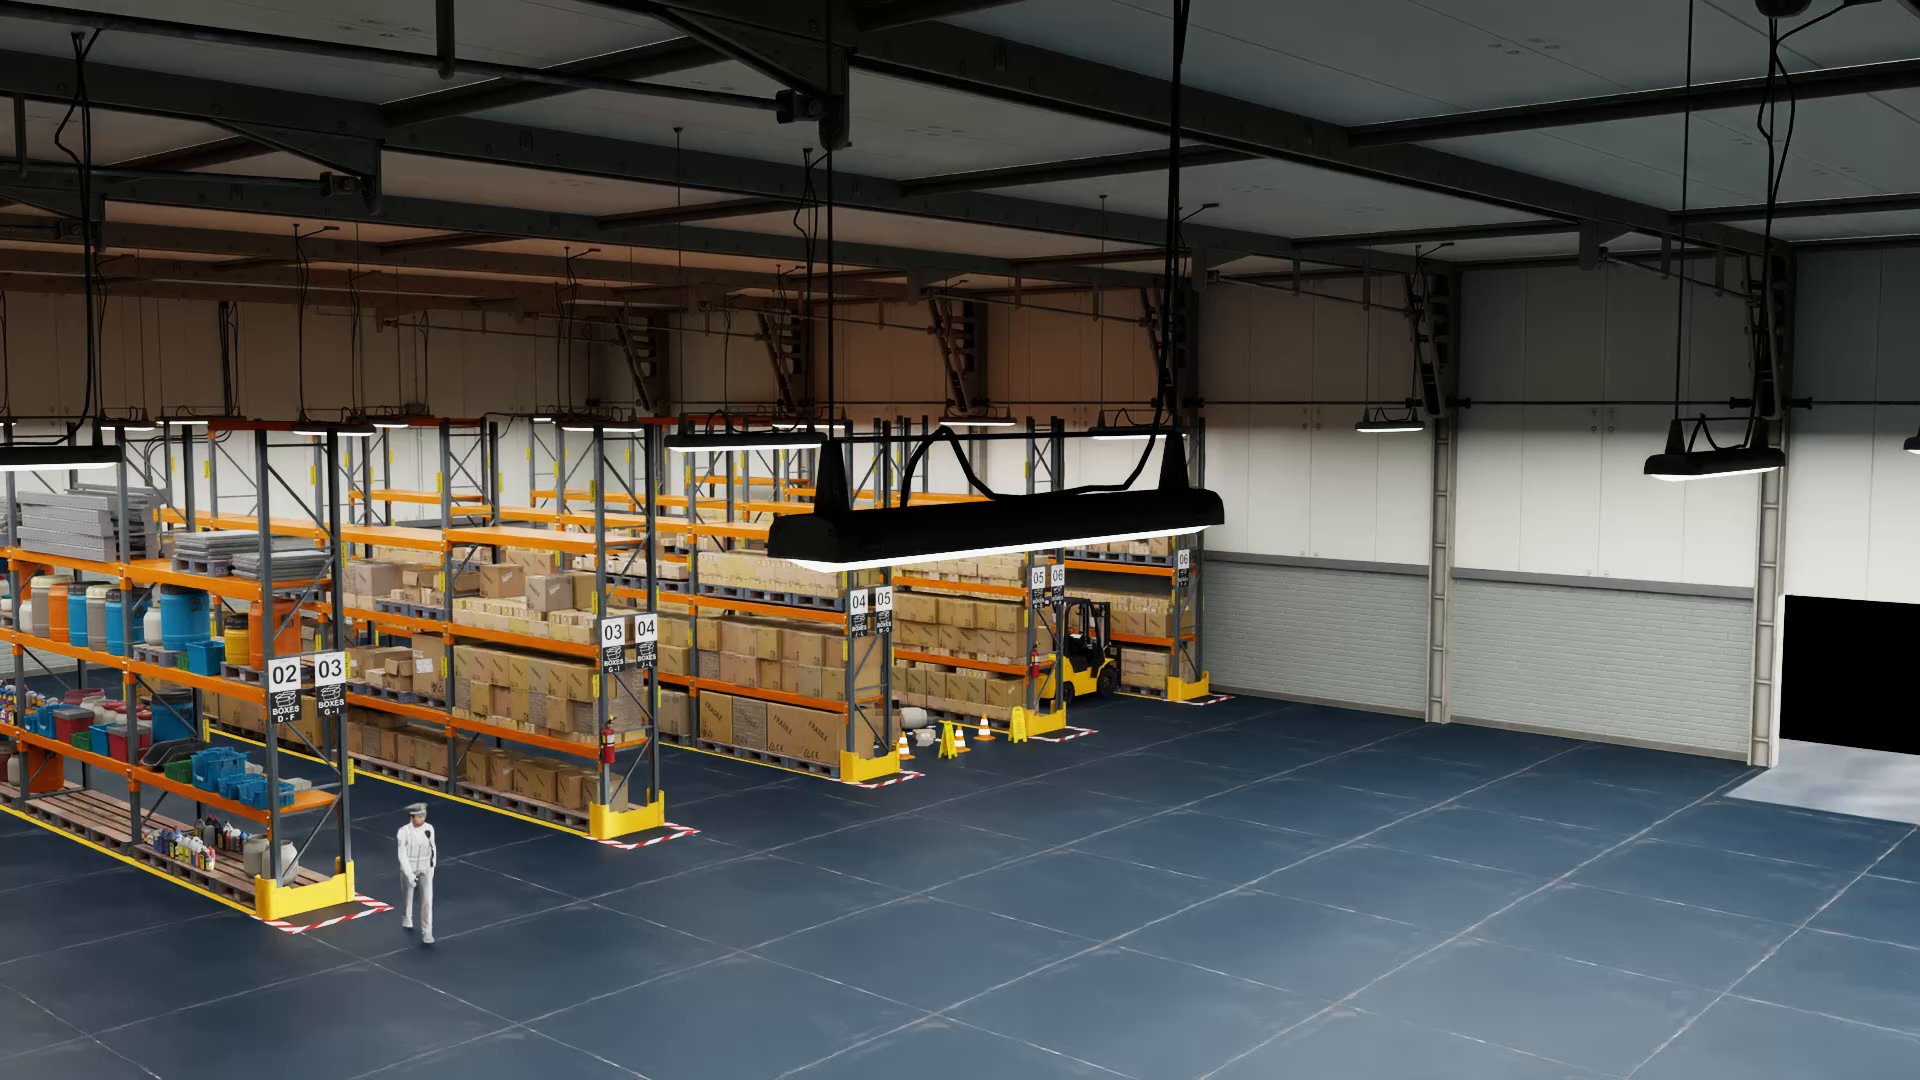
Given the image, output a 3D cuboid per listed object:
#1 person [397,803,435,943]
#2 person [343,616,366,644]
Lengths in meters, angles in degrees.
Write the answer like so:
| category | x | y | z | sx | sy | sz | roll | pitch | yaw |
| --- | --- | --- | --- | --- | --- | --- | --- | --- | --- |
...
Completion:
| category | x | y | z | sx | sy | sz | roll | pitch | yaw |
| --- | --- | --- | --- | --- | --- | --- | --- | --- | --- |
| person | -6.394 | 3.893 | 19.635 | 0.466 | 1.579 | 1.072 | -3 | 5 | -28 |
| person | -14.962 | 2.053 | 41.089 | 0.635 | 1.745 | 0.894 | -1 | 5 | -14 |
